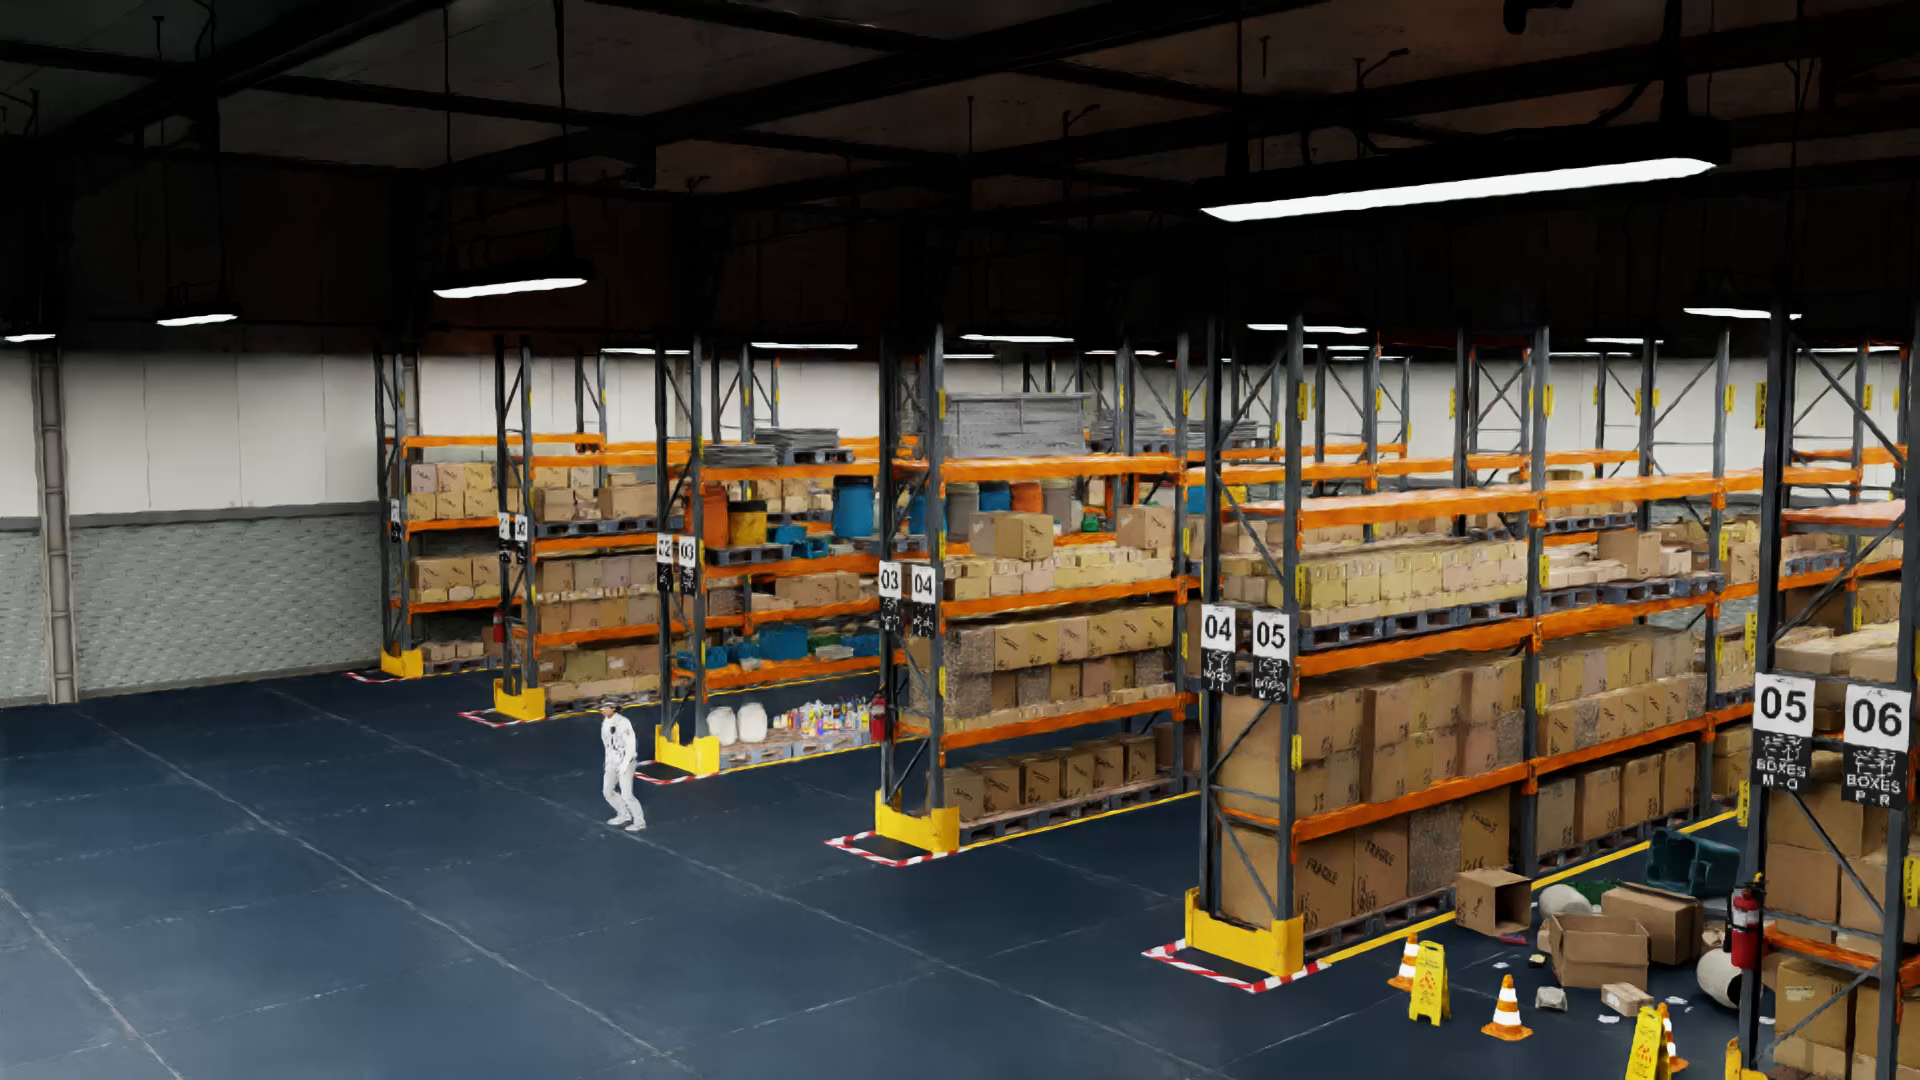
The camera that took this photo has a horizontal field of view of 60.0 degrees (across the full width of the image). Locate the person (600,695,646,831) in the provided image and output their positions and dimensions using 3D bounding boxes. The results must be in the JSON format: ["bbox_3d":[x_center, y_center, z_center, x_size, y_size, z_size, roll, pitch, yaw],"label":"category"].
[{"bbox_3d":[-3.971,2.589,19.465,0.512,1.632,0.639,-5,7,-42],"label":"person"}]
